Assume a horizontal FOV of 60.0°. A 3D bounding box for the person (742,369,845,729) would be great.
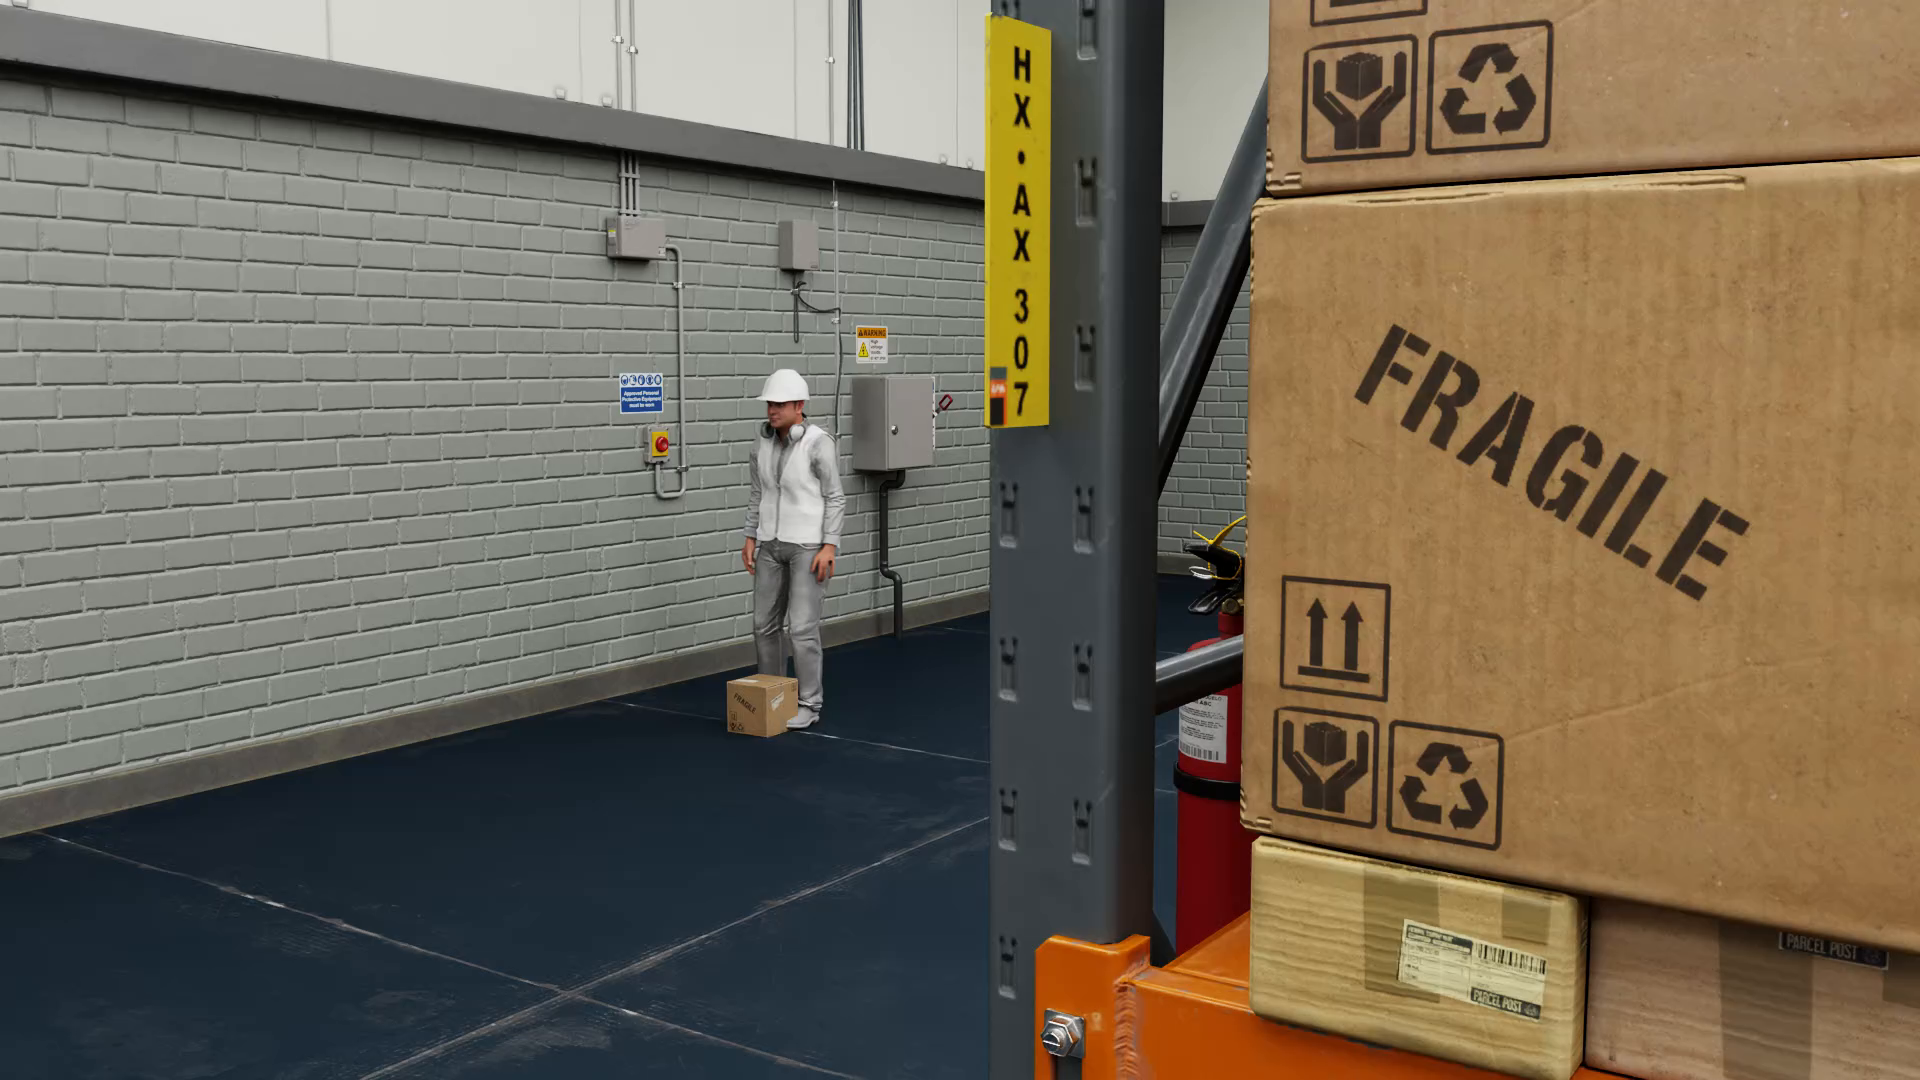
[{"bbox_3d":[-0.841,0.034,8.331,0.580,1.771,0.463,4,7,33],"label":"person"}]
